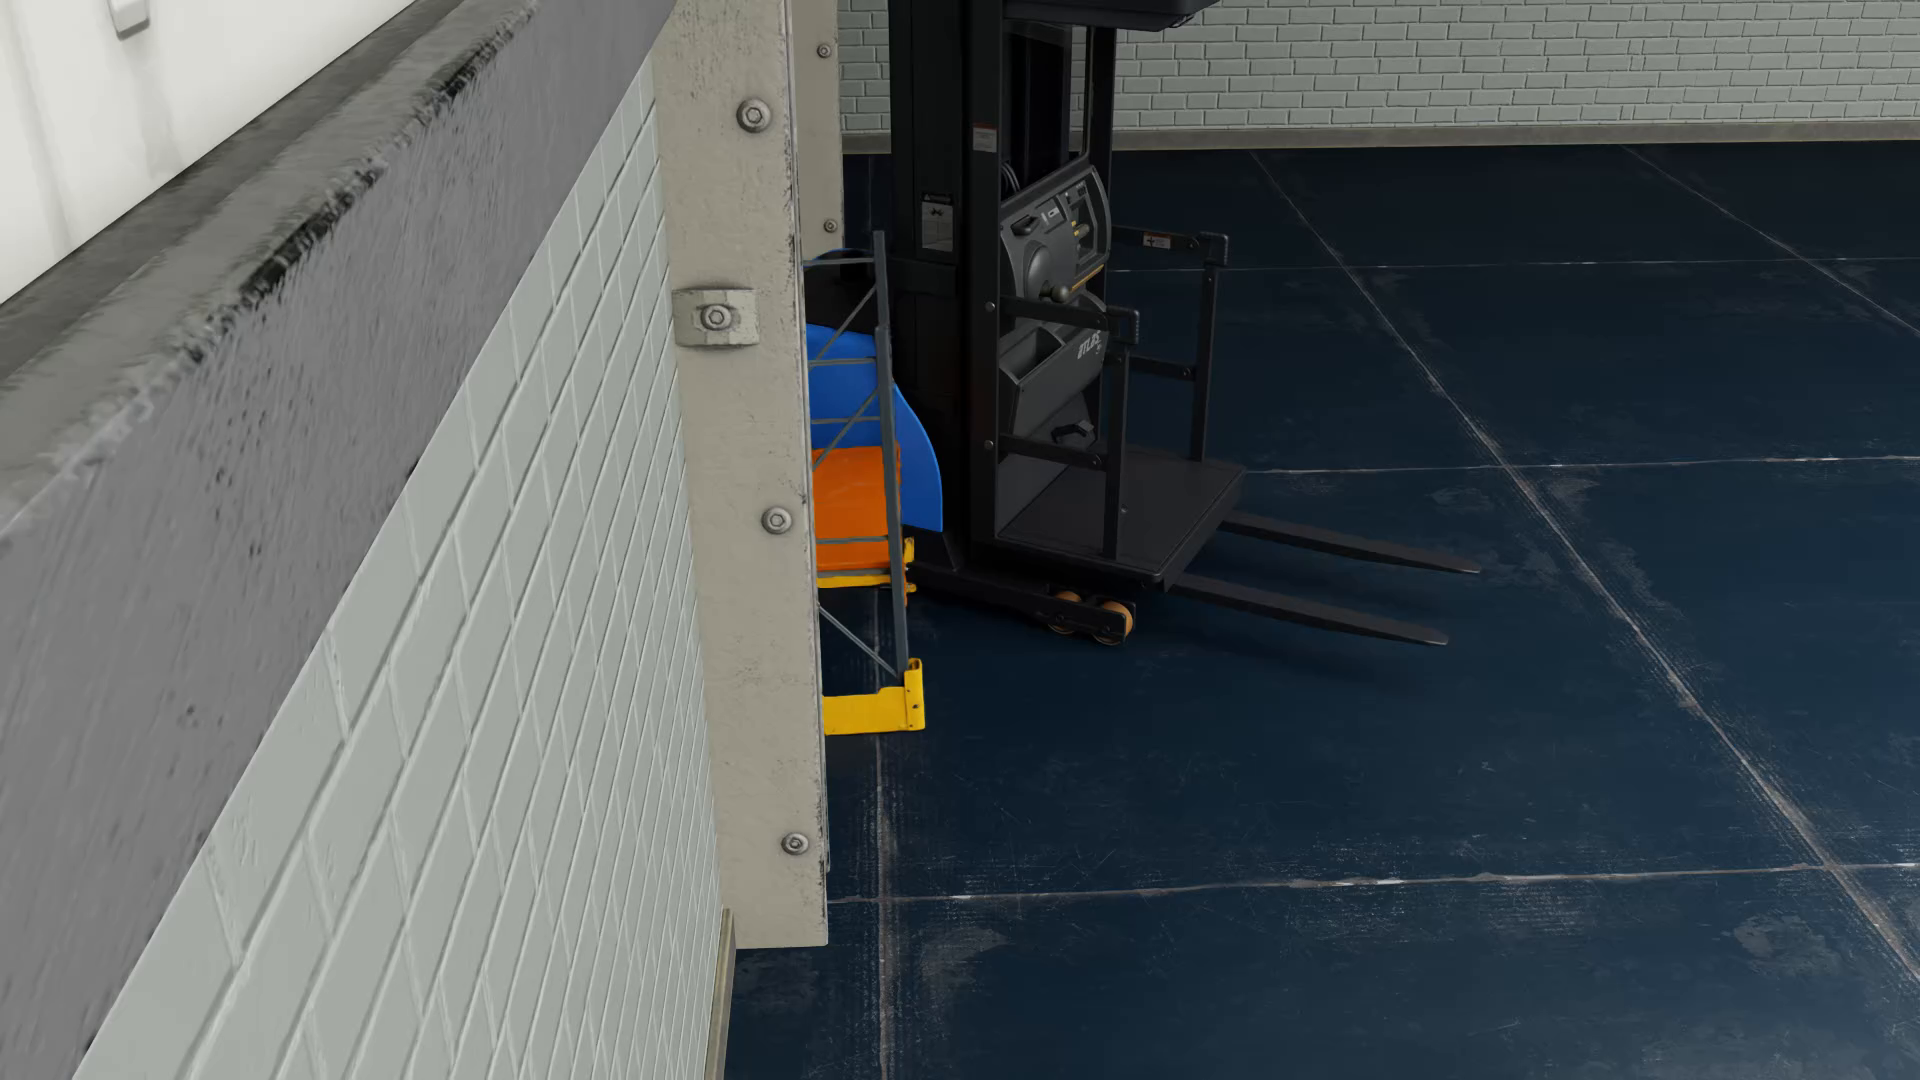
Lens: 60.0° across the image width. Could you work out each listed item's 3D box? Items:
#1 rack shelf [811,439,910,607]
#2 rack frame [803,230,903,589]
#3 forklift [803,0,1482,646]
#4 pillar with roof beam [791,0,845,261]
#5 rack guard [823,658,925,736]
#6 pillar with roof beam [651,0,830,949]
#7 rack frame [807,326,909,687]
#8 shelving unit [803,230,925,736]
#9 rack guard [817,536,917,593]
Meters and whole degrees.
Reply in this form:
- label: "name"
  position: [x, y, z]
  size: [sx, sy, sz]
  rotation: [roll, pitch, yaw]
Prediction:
- label: "rack shelf"
  position: [-0.467, -0.067, 6.121]
  size: [0.538, 0.185, 1.000]
  rotation: [-3, 28, -2]
- label: "rack frame"
  position: [-0.500, -0.462, 6.487]
  size: [0.500, 1.500, 0.032]
  rotation: [-3, 28, -2]
- label: "forklift"
  position: [0.557, -1.171, 6.326]
  size: [3.031, 2.935, 1.130]
  rotation: [13, 30, 23]
- label: "pillar with roof beam"
  position: [3.428, -5.748, 8.540]
  size: [9.100, 9.000, 0.400]
  rotation: [-1, 28, -3]
- label: "rack guard"
  position: [-0.423, 0.561, 5.880]
  size: [0.587, 0.250, 0.087]
  rotation: [-3, 28, -2]
- label: "pillar with roof beam"
  position: [3.741, -2.977, 3.227]
  size: [9.100, 9.000, 0.400]
  rotation: [-1, 28, -3]
- label: "rack frame"
  position: [-0.448, 0.009, 5.588]
  size: [0.500, 1.500, 0.032]
  rotation: [-3, 28, -2]
- label: "shelving unit"
  position: [-0.473, -0.222, 6.029]
  size: [0.587, 1.500, 1.083]
  rotation: [-3, 28, -2]
- label: "rack guard"
  position: [-0.474, 0.100, 6.761]
  size: [0.587, 0.250, 0.087]
  rotation: [-3, 28, -2]
